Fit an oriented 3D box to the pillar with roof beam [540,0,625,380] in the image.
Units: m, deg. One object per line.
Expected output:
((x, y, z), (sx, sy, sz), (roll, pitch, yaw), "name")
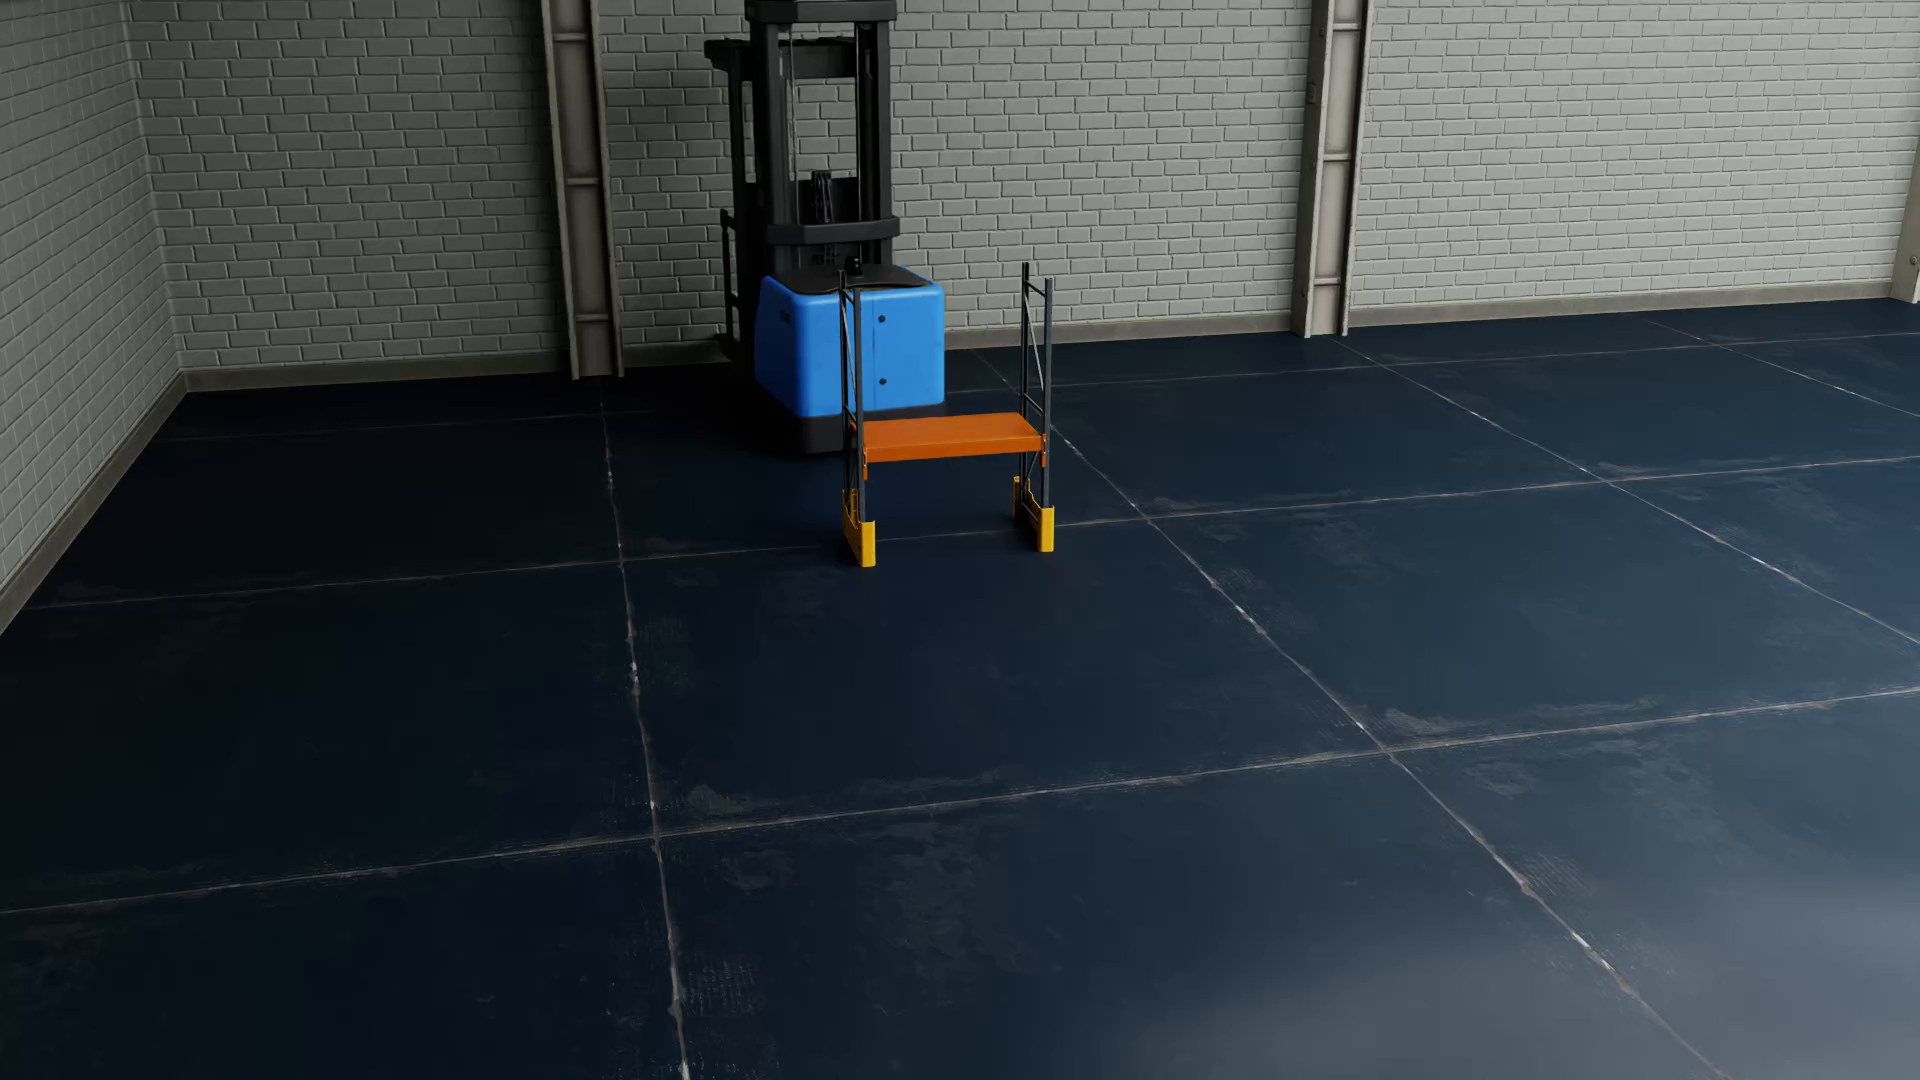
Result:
((-1.805, -4.072, 7.347), (0.400, 9.000, 9.100), (-5, 21, -12), "pillar with roof beam")

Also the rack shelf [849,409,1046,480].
((-0.083, -0.529, 9.100), (1.000, 0.185, 0.538), (-5, 21, -12), "rack shelf")

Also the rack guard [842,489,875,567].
((-0.559, -0.072, 9.148), (0.087, 0.250, 0.587), (-5, 21, -12), "rack guard")

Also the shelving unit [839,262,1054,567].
((-0.074, -0.698, 9.040), (1.083, 1.500, 0.587), (-5, 21, -12), "shelving unit")

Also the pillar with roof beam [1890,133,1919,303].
((9.873, -5.021, 9.940), (0.400, 9.000, 9.100), (-5, 21, -12), "pillar with roof beam")

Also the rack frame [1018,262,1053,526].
((0.412, -0.738, 9.148), (0.032, 1.500, 0.500), (-5, 21, -12), "rack frame")

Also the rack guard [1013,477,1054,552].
((0.410, -0.151, 9.363), (0.087, 0.250, 0.587), (-5, 21, -12), "rack guard")

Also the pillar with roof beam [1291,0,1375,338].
((4.034, -4.547, 8.643), (0.400, 9.000, 9.100), (-5, 21, -12), "pillar with roof beam")

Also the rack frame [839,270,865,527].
((-0.578, -0.657, 8.928), (0.032, 1.500, 0.500), (-5, 21, -12), "rack frame")

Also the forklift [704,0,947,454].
((-1.101, -2.396, 11.596), (1.130, 2.935, 3.031), (-8, 22, -20), "forklift")
